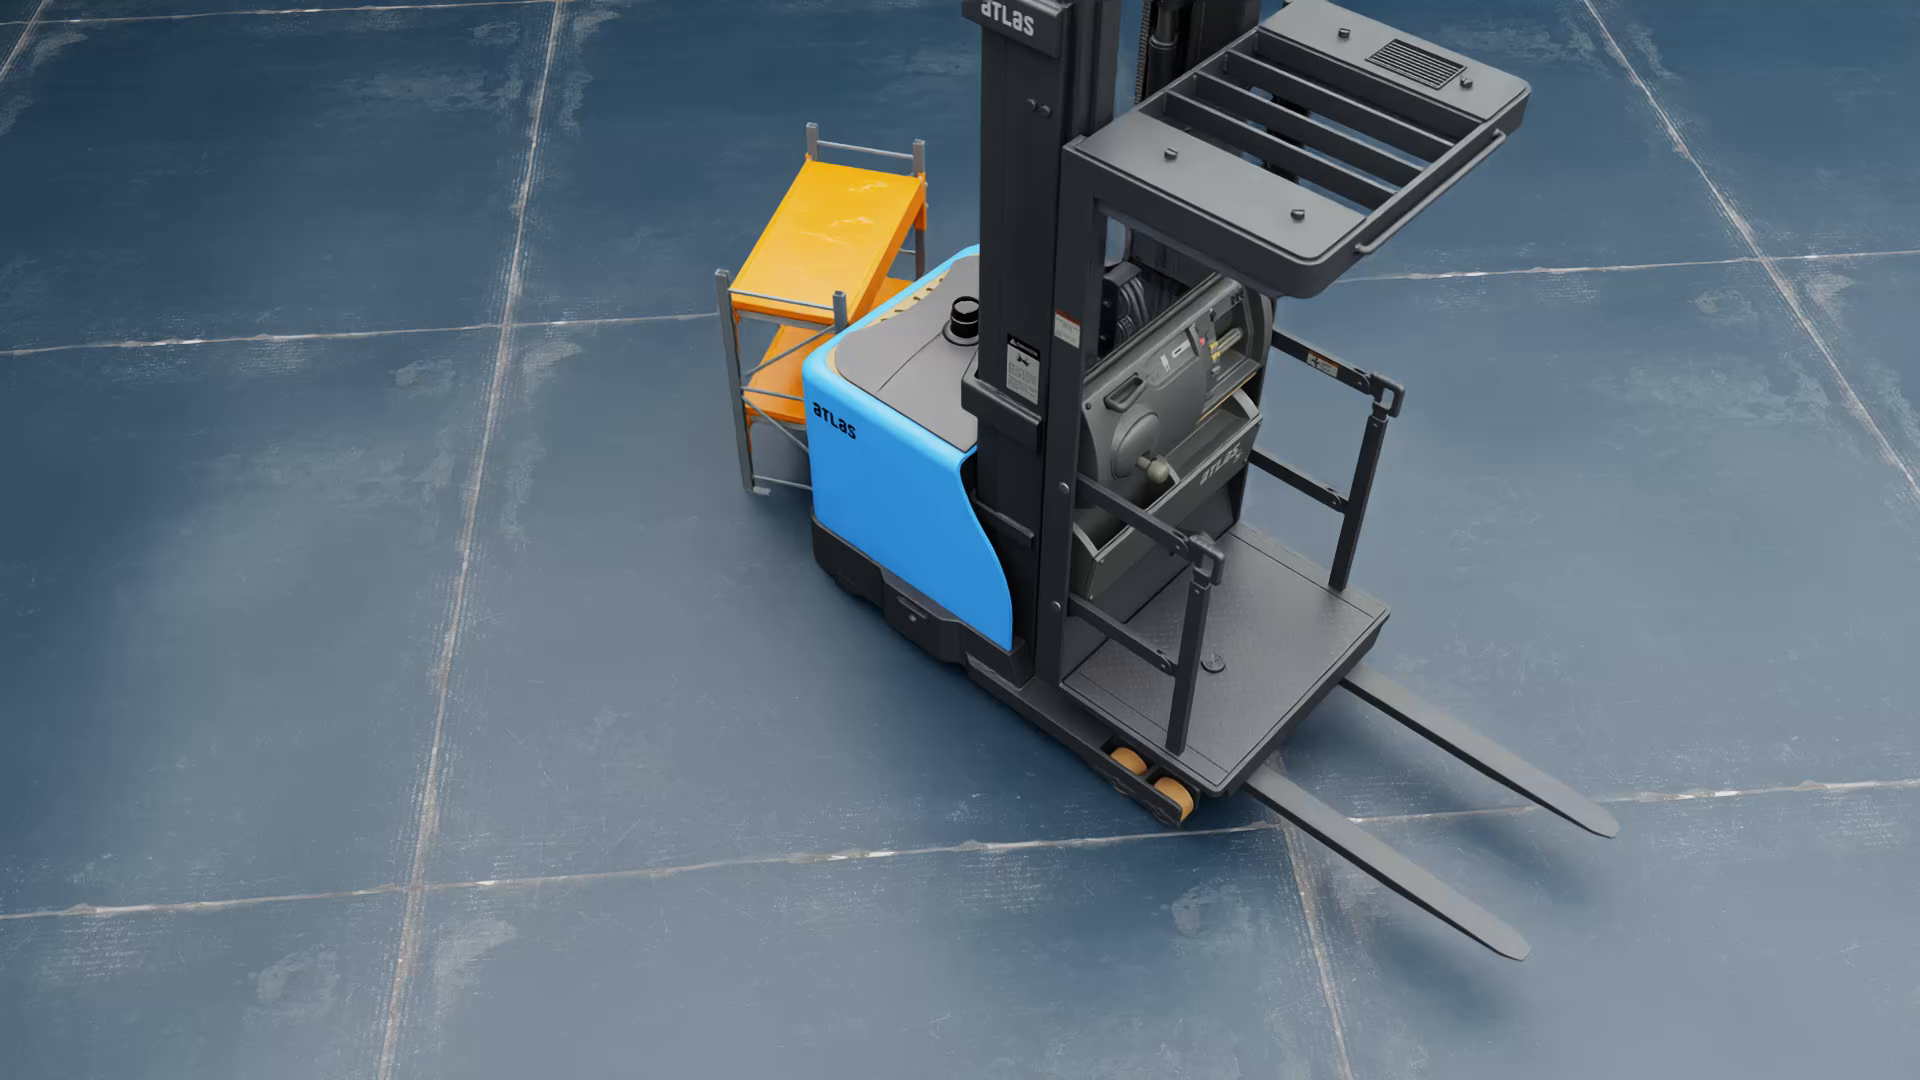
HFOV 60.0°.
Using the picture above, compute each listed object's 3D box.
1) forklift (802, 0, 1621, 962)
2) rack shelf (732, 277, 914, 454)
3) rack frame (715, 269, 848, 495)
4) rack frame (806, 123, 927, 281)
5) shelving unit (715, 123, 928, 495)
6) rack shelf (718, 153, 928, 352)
[{"bbox_3d":[0.854,-0.452,5.159,3.031,2.935,1.130,33,55,27],"label":"forklift"},{"bbox_3d":[-0.523,-0.743,7.016,0.538,0.278,1.000,11,48,11],"label":"rack shelf"},{"bbox_3d":[-0.660,-0.556,6.502,0.500,1.125,0.032,11,48,11],"label":"rack frame"},{"bbox_3d":[-0.387,-1.267,7.175,0.500,1.125,0.032,11,48,11],"label":"rack frame"},{"bbox_3d":[-0.523,-0.911,6.838,0.538,1.125,1.048,11,48,11],"label":"shelving unit"},{"bbox_3d":[-0.523,-1.113,6.626,0.538,0.278,1.000,11,48,11],"label":"rack shelf"}]
